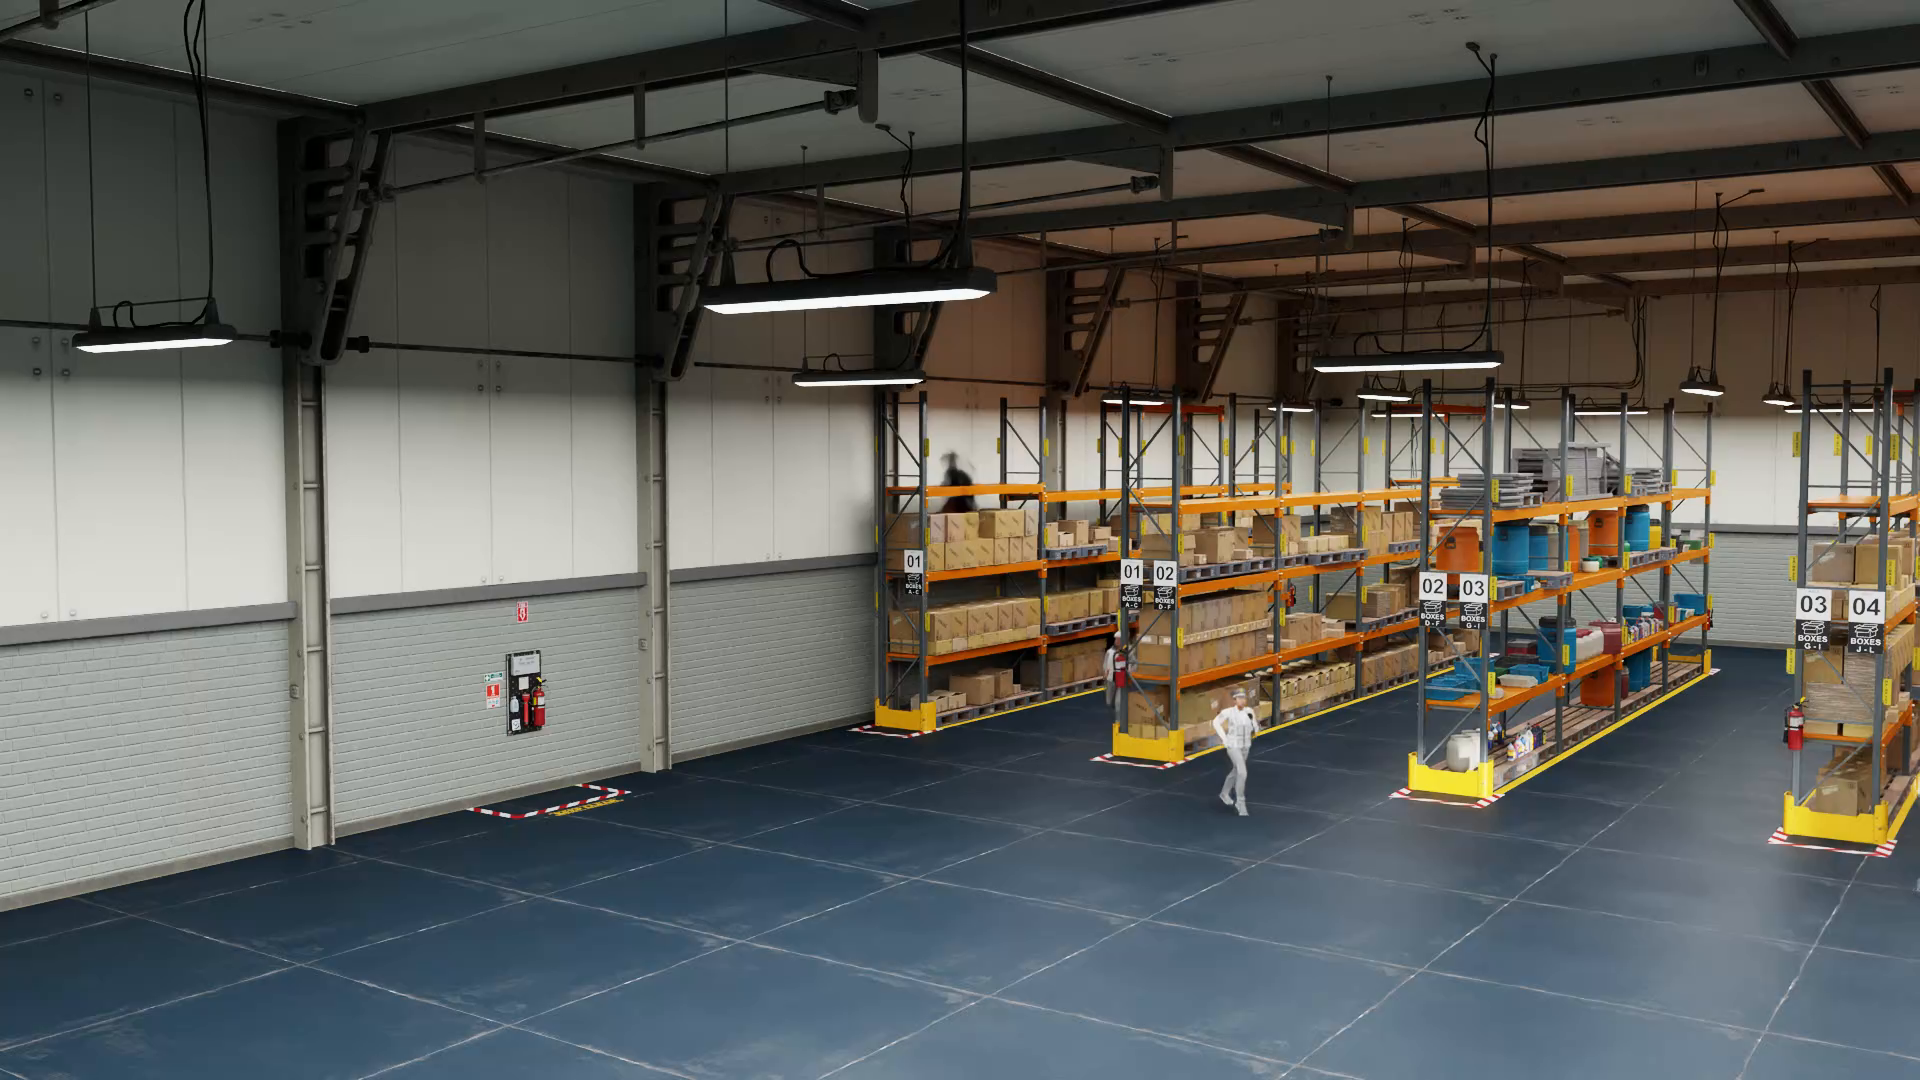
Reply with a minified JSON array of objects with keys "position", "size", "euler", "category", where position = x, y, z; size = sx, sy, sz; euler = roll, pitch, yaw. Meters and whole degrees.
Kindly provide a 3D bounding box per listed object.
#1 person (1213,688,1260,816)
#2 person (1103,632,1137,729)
[{"position":[3.845,2.897,22.921],"size":[0.581,1.760,0.741],"euler":[-2,4,-26],"category":"person"},{"position":[2.851,2.493,29.666],"size":[0.662,1.724,0.641],"euler":[2,4,26],"category":"person"}]
